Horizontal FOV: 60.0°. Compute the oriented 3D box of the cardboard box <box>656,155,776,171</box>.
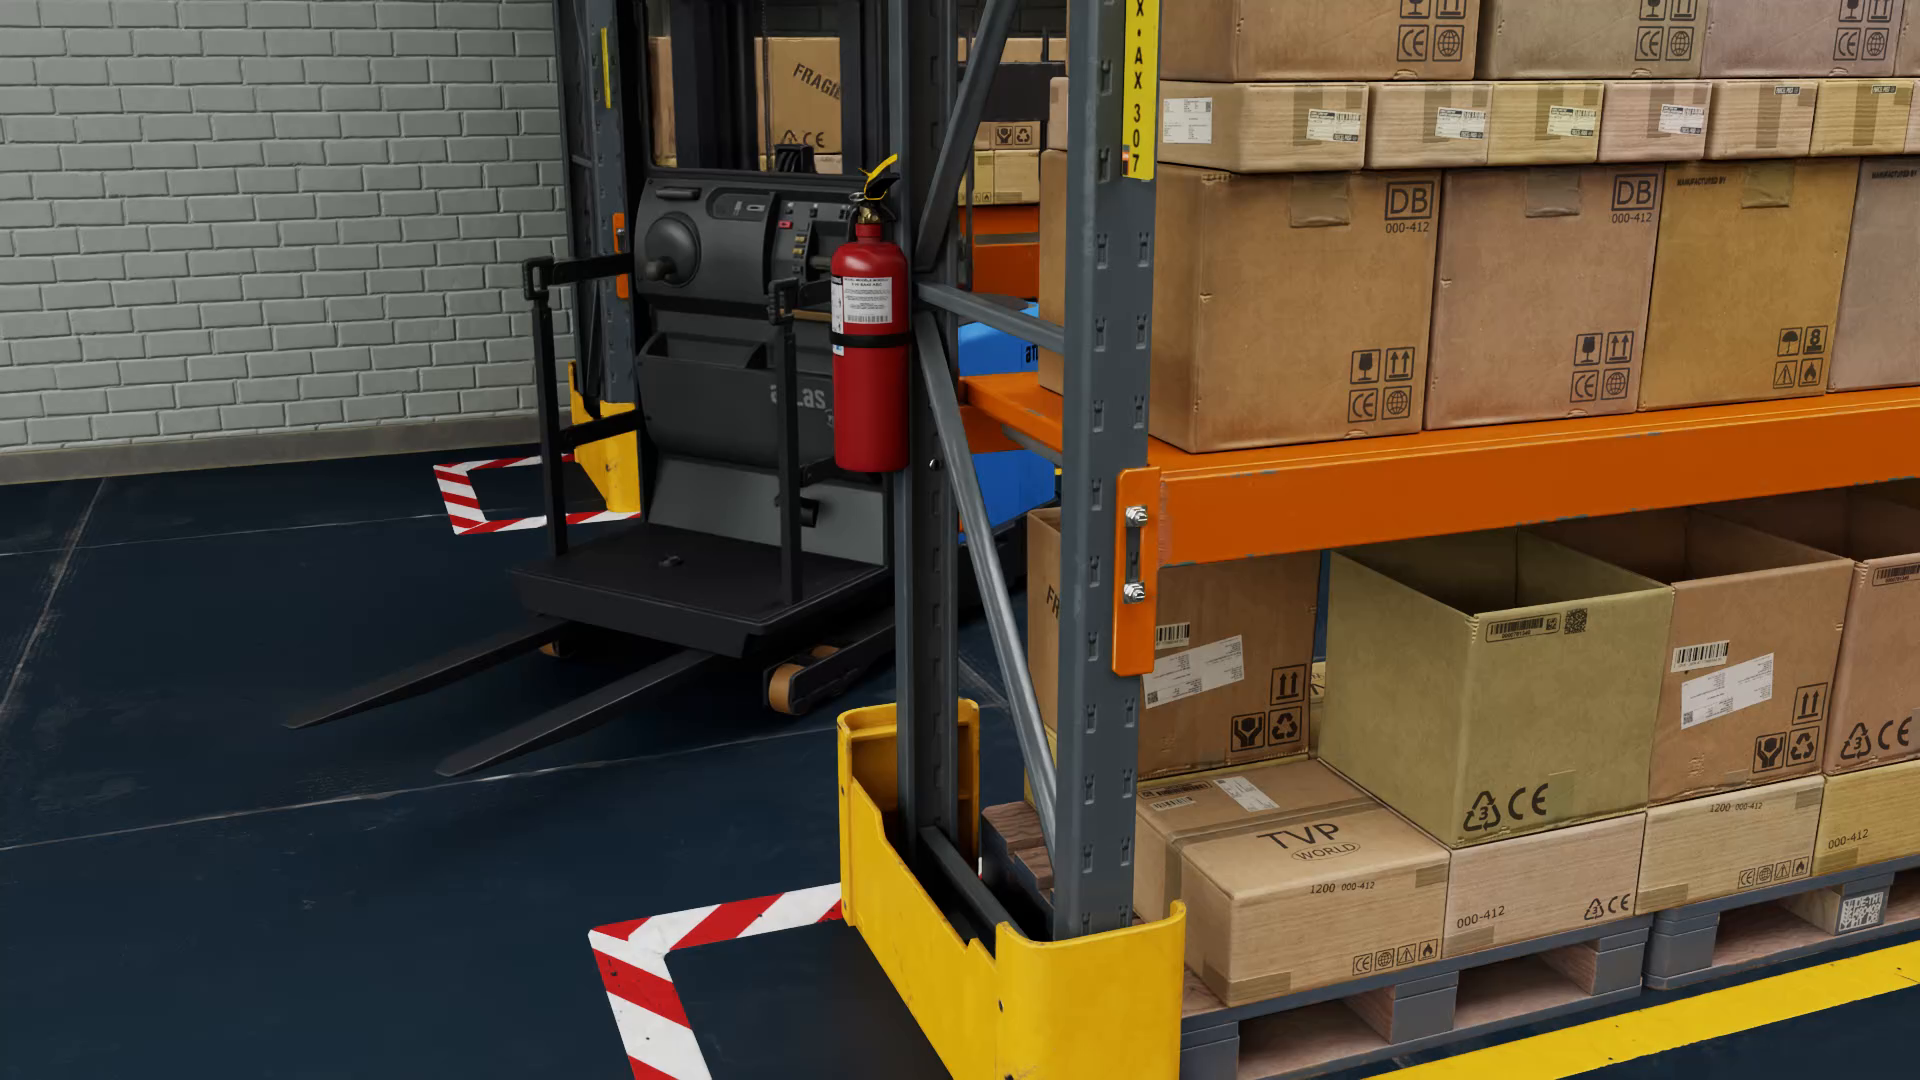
[{"bbox_3d":[-1.122,-1.624,7.534,0.500,0.250,0.500,-7,18,-22],"label":"cardboard box"}]

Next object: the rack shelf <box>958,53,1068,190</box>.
[{"bbox_3d":[0.196,-1.704,6.737,0.480,0.518,0.431,-6,18,-21],"label":"rack shelf"}]

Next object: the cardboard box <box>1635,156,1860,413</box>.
[{"bbox_3d":[1.480,-0.612,3.681,0.500,0.500,0.700,-6,17,-20],"label":"cardboard box"}]

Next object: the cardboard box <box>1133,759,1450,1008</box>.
[{"bbox_3d":[0.665,0.705,3.509,0.500,0.250,0.500,-6,17,-20],"label":"cardboard box"}]

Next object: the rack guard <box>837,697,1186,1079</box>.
[{"bbox_3d":[0.063,0.784,3.540,0.348,0.500,1.175,-6,17,-20],"label":"rack guard"}]

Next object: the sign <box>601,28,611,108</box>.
[{"bbox_3d":[-1.497,-1.993,7.025,0.005,0.325,0.100,-6,17,-20],"label":"sign"}]

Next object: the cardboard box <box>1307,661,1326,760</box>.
[{"bbox_3d":[0.943,0.515,4.155,0.500,0.250,0.500,-6,17,-20],"label":"cardboard box"}]

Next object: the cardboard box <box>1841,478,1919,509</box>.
[{"bbox_3d":[2.529,0.140,4.101,0.500,0.500,0.500,-6,17,-20],"label":"cardboard box"}]

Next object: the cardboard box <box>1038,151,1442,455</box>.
[{"bbox_3d":[0.526,-0.509,3.331,0.500,0.500,0.700,-6,17,-20],"label":"cardboard box"}]

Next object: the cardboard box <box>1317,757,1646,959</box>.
[{"bbox_3d":[1.131,0.653,3.684,0.500,0.250,0.500,-6,17,-20],"label":"cardboard box"}]

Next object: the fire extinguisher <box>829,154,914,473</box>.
[{"bbox_3d":[-0.192,-0.491,3.582,0.183,0.674,0.296,-6,17,-20],"label":"fire extinguisher"}]

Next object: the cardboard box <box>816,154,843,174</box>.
[{"bbox_3d":[-0.642,-1.680,7.725,0.500,0.250,0.500,-7,18,-22],"label":"cardboard box"}]

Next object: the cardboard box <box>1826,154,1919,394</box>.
[{"bbox_3d":[1.970,-0.666,3.865,0.500,0.500,0.700,-6,17,-18],"label":"cardboard box"}]

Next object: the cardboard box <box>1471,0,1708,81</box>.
[{"bbox_3d":[1.064,-1.191,3.351,0.500,0.500,0.700,-7,18,-22],"label":"cardboard box"}]

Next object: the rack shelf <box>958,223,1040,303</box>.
[{"bbox_3d":[0.196,-1.032,6.934,0.480,0.518,0.431,-6,18,-21],"label":"rack shelf"}]

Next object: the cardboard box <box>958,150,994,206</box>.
[{"bbox_3d":[-0.164,-1.730,7.895,0.500,0.250,0.500,-6,18,-21],"label":"cardboard box"}]

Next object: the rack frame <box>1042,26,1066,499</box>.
[{"bbox_3d":[0.423,-1.070,7.017,0.015,2.100,0.400,-6,18,-21],"label":"rack frame"}]

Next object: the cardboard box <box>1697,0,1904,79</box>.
[{"bbox_3d":[1.535,-1.242,3.525,0.500,0.500,0.700,-6,17,-20],"label":"cardboard box"}]

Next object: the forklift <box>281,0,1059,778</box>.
[{"bbox_3d":[-0.804,-1.002,5.307,1.130,2.935,3.031,10,19,30],"label":"forklift"}]

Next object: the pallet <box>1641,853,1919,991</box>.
[{"bbox_3d":[1.922,0.710,4.304,1.213,0.211,1.003,-6,17,-20],"label":"pallet"}]

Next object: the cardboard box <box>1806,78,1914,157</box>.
[{"bbox_3d":[1.730,-0.890,3.476,0.250,0.149,0.380,-6,18,-21],"label":"cardboard box"}]

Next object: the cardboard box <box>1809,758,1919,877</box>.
[{"bbox_3d":[2.067,0.554,4.022,0.500,0.250,0.500,-6,17,-20],"label":"cardboard box"}]

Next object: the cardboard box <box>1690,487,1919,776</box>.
[{"bbox_3d":[2.067,0.195,3.916,0.500,0.500,0.500,-6,17,-20],"label":"cardboard box"}]

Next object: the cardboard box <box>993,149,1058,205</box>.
[{"bbox_3d":[0.309,-1.780,8.066,0.500,0.250,0.500,-6,17,-20],"label":"cardboard box"}]

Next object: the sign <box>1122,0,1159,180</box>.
[{"bbox_3d":[0.278,-0.724,2.563,0.005,0.325,0.100,-6,17,-20],"label":"sign"}]

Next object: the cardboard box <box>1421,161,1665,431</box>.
[{"bbox_3d":[1.014,-0.563,3.515,0.500,0.500,0.700,-6,17,-19],"label":"cardboard box"}]

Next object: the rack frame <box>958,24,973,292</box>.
[{"bbox_3d":[-0.031,-1.020,6.845,0.015,2.100,0.400,-6,18,-21],"label":"rack frame"}]

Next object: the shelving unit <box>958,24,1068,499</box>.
[{"bbox_3d":[0.196,-1.045,6.931,0.503,2.100,0.431,-6,18,-21],"label":"shelving unit"}]

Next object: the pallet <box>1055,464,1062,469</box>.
[{"bbox_3d":[0.289,-0.585,8.714,1.213,0.211,1.003,-6,17,-20],"label":"pallet"}]

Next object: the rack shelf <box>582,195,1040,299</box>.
[{"bbox_3d":[0.177,-1.577,8.421,4.000,0.370,1.077,-6,17,-20],"label":"rack shelf"}]

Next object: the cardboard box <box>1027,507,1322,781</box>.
[{"bbox_3d":[0.479,0.208,3.869,0.500,0.500,0.500,-6,17,-20],"label":"cardboard box"}]

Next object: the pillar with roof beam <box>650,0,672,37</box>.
[{"bbox_3d":[0.194,-3.764,3.946,0.400,9.000,9.100,-6,17,-20],"label":"pillar with roof beam"}]

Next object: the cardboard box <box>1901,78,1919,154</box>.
[{"bbox_3d":[1.964,-0.914,3.559,0.250,0.149,0.380,-6,17,-20],"label":"cardboard box"}]

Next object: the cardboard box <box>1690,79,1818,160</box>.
[{"bbox_3d":[1.492,-0.864,3.388,0.250,0.149,0.380,-7,18,-22],"label":"cardboard box"}]

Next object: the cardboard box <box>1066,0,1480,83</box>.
[{"bbox_3d":[0.575,-1.137,3.166,0.500,0.500,0.700,-6,17,-20],"label":"cardboard box"}]

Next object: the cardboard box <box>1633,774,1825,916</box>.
[{"bbox_3d":[1.598,0.603,3.855,0.500,0.250,0.500,-6,17,-20],"label":"cardboard box"}]

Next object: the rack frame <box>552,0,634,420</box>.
[{"bbox_3d":[-1.691,-1.720,7.633,0.127,3.000,1.000,-6,17,-20],"label":"rack frame"}]

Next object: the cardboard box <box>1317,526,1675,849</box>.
[{"bbox_3d":[1.132,0.294,3.577,0.500,0.500,0.500,-6,17,-20],"label":"cardboard box"}]

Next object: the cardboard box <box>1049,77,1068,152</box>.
[{"bbox_3d":[0.374,-0.865,3.392,0.250,0.149,0.380,-6,18,-21],"label":"cardboard box"}]

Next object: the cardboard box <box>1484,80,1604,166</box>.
[{"bbox_3d":[1.007,-0.812,3.210,0.250,0.149,0.380,-6,17,-20],"label":"cardboard box"}]

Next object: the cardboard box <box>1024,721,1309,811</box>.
[{"bbox_3d":[0.480,0.569,3.973,0.500,0.250,0.500,-6,17,-20],"label":"cardboard box"}]

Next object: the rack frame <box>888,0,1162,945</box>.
[{"bbox_3d":[0.085,-0.417,3.196,0.127,3.000,1.000,-6,17,-20],"label":"rack frame"}]

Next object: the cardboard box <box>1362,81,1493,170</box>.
[{"bbox_3d":[0.774,-0.787,3.125,0.250,0.149,0.380,-7,18,-22],"label":"cardboard box"}]

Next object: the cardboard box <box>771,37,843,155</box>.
[{"bbox_3d":[-0.673,-2.034,7.601,0.500,0.500,0.500,-6,17,-20],"label":"cardboard box"}]

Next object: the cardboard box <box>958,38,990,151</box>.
[{"bbox_3d":[-0.188,-2.084,7.773,0.500,0.500,0.500,-7,18,-22],"label":"cardboard box"}]

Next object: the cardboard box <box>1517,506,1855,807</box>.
[{"bbox_3d":[1.594,0.240,3.760,0.500,0.500,0.500,-6,17,-20],"label":"cardboard box"}]

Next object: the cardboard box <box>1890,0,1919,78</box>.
[{"bbox_3d":[2.002,-1.293,3.697,0.500,0.500,0.700,-6,17,-20],"label":"cardboard box"}]

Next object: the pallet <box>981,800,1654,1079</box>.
[{"bbox_3d":[0.784,0.832,3.889,1.213,0.211,1.003,-6,17,-20],"label":"pallet"}]

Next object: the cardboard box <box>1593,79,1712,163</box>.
[{"bbox_3d":[1.244,-0.836,3.294,0.250,0.149,0.380,-6,18,-21],"label":"cardboard box"}]

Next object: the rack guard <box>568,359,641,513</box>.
[{"bbox_3d":[-1.620,-0.529,8.011,0.348,0.500,1.175,-6,17,-20],"label":"rack guard"}]

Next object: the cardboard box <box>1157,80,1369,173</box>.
[{"bbox_3d":[0.528,-0.760,3.032,0.250,0.149,0.380,-6,18,-20],"label":"cardboard box"}]

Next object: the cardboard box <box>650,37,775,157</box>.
[{"bbox_3d":[-1.138,-1.987,7.440,0.500,0.500,0.500,-6,17,-20],"label":"cardboard box"}]

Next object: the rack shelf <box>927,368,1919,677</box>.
[{"bbox_3d":[1.953,-0.274,3.984,4.000,0.370,1.077,-6,17,-20],"label":"rack shelf"}]

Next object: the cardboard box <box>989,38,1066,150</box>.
[{"bbox_3d":[0.290,-2.140,7.961,0.500,0.500,0.500,-6,17,-18],"label":"cardboard box"}]

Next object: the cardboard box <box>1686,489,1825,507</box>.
[{"bbox_3d":[1.875,0.053,4.396,0.500,0.500,0.500,-6,17,-20],"label":"cardboard box"}]
